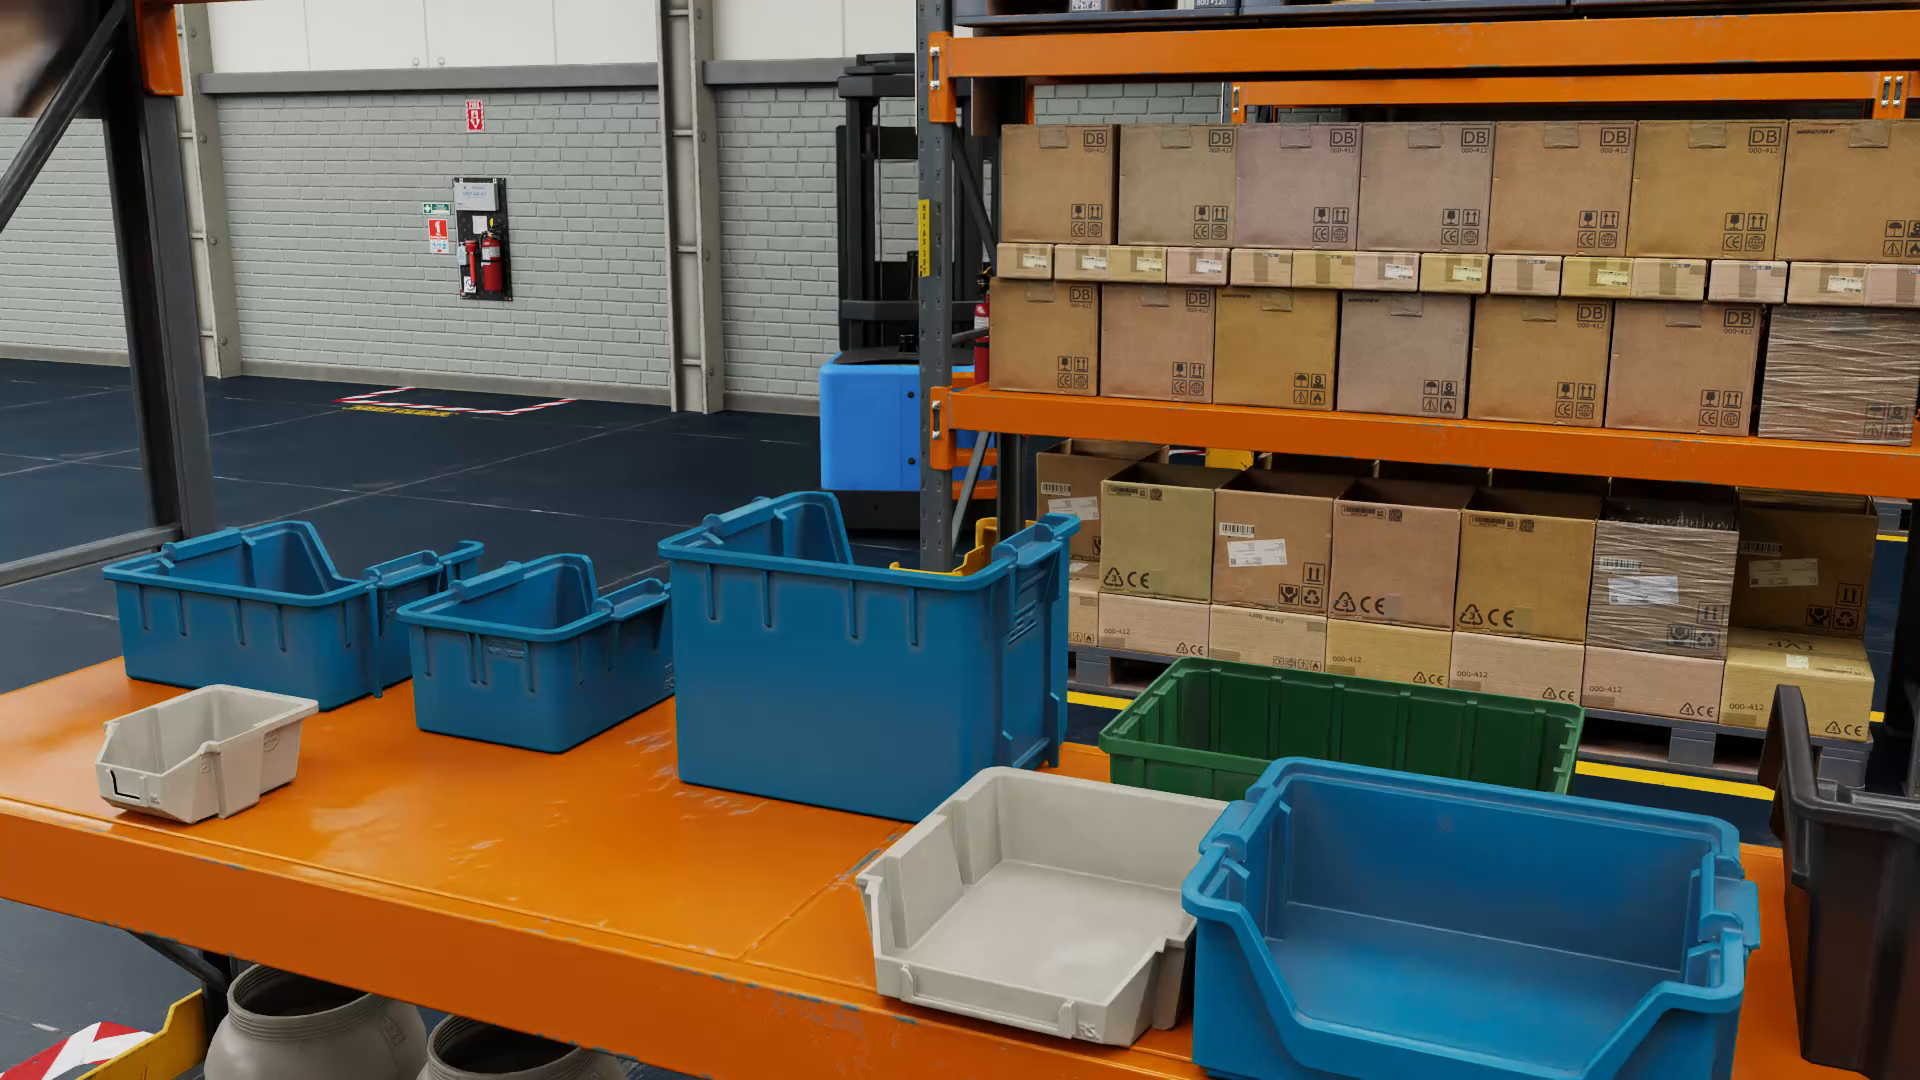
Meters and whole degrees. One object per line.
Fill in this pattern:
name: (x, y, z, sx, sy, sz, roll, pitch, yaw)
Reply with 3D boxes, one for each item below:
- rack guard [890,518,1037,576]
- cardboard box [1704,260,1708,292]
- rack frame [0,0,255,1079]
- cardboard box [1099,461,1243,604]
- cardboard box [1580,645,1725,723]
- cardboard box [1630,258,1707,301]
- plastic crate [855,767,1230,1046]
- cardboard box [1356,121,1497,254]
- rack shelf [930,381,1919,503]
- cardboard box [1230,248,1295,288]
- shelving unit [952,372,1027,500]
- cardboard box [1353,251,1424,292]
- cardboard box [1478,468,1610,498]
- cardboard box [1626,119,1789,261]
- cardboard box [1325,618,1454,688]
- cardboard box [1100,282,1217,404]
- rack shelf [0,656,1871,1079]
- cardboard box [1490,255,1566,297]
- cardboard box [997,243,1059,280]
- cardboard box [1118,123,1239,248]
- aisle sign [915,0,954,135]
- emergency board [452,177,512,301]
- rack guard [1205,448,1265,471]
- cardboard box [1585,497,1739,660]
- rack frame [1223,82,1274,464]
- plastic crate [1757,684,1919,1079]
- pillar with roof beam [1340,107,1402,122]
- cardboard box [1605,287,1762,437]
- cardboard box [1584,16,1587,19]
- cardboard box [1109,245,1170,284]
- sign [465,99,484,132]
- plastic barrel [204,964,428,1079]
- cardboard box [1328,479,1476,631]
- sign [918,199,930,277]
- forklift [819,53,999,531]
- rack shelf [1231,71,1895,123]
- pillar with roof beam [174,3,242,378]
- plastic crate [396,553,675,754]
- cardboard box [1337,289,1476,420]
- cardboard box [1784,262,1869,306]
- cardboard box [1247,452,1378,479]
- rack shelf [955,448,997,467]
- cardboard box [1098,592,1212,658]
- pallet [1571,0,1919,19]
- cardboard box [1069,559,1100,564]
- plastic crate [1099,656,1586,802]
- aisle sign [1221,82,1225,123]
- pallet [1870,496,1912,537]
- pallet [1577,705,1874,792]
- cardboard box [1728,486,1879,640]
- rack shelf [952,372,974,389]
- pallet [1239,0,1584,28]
rack guard: (0.054, 0.261, 8.049, 0.348, 0.500, 1.175, 6, 14, 23)
cardboard box: (2.859, -1.084, 6.671, 0.250, 0.149, 0.380, 6, 14, 23)
rack frame: (-1.936, 0.081, 3.344, 0.053, 2.616, 0.949, 6, 14, 23)
cardboard box: (0.934, -0.043, 7.330, 0.500, 0.500, 0.500, 6, 14, 23)
cardboard box: (2.767, 0.505, 6.637, 0.500, 0.250, 0.500, 6, 14, 23)
cardboard box: (2.691, -1.000, 6.311, 0.250, 0.149, 0.380, 6, 14, 23)
plastic crate: (0.136, 0.481, 2.214, 0.437, 0.136, 0.530, 6, 14, 23)
cardboard box: (1.948, -1.443, 6.780, 0.500, 0.500, 0.700, 6, 14, 23)
rack shelf: (1.904, -0.419, 7.048, 4.000, 0.370, 1.077, 6, 14, 23)
cardboard box: (1.292, -1.142, 6.917, 0.250, 0.149, 0.380, 5, 14, 21)
shelving unit: (0.128, -0.529, 9.882, 0.503, 1.200, 0.258, -2, 13, -8)
cardboard box: (1.752, -1.095, 6.715, 0.250, 0.149, 0.380, 6, 14, 24)
cardboard box: (2.521, -0.016, 7.213, 0.500, 0.500, 0.500, 6, 14, 23)
cardboard box: (2.862, -1.350, 6.385, 0.500, 0.500, 0.700, 6, 14, 23)
cardboard box: (1.847, 0.415, 7.018, 0.500, 0.250, 0.500, 6, 14, 23)
cardboard box: (0.979, -0.909, 7.344, 0.500, 0.500, 0.700, 6, 15, 25)
rack shelf: (-0.106, 0.616, 2.640, 4.000, 0.370, 1.077, 6, 14, 23)
cardboard box: (2.237, -1.047, 6.510, 0.250, 0.149, 0.380, 6, 15, 25)
cardboard box: (0.347, -1.237, 7.322, 0.250, 0.149, 0.380, 6, 14, 23)
cardboard box: (1.029, -1.536, 7.176, 0.500, 0.500, 0.700, 5, 14, 22)
aisle sign: (-0.109, -2.162, 7.210, 0.004, 0.787, 0.394, 6, 14, 23)
emergency board: (-4.661, -2.897, 16.033, 0.643, 1.169, 0.194, 6, 14, 23)
rack guard: (2.148, -0.765, 12.421, 0.348, 0.500, 1.175, 6, 14, 23)
cardboard box: (2.768, 0.139, 6.553, 0.500, 0.500, 0.500, 6, 14, 23)
rack frame: (2.079, -1.989, 12.165, 0.127, 3.000, 1.000, 6, 14, 23)
plastic crate: (1.296, 0.406, 2.096, 0.504, 0.338, 0.767, 6, 14, 23)
pillar with roof beam: (1.325, -4.126, 8.142, 0.400, 9.000, 9.100, 6, 14, 23)
cardboard box: (2.840, -0.720, 6.537, 0.500, 0.500, 0.700, 6, 14, 23)
cardboard box: (4.195, -3.225, 10.606, 0.500, 0.500, 0.500, 5, 14, 21)
cardboard box: (0.817, -1.190, 7.121, 0.250, 0.149, 0.380, 6, 14, 23)
sign: (-4.628, -4.047, 15.860, 0.199, 0.298, 0.001, 6, 14, 23)
plastic barrel: (-1.302, 1.132, 3.391, 0.421, 0.512, 0.421, 0, 13, 0)
cardboard box: (1.846, 0.051, 6.931, 0.500, 0.500, 0.500, 6, 14, 23)
sign: (-0.155, -1.299, 7.155, 0.005, 0.325, 0.100, 6, 14, 23)
forklift: (-0.253, -1.765, 11.360, 1.130, 2.935, 3.031, 1, 13, 4)
rack shelf: (3.907, -2.914, 11.116, 4.000, 0.370, 1.077, 6, 14, 23)
pillar with roof beam: (-9.646, -5.237, 12.874, 0.400, 9.000, 9.100, 6, 14, 23)
plastic crate: (-0.764, 0.198, 3.171, 0.408, 0.251, 0.499, 6, 14, 23)
cardboard box: (1.914, -0.814, 6.939, 0.500, 0.500, 0.700, 6, 15, 25)
cardboard box: (3.172, -0.952, 6.107, 0.250, 0.149, 0.380, 5, 14, 22)
cardboard box: (1.607, -0.108, 7.607, 0.500, 0.500, 0.500, 6, 14, 23)
rack shelf: (0.128, -0.463, 9.898, 0.480, 0.148, 0.258, -2, 13, -8)
cardboard box: (0.934, 0.322, 7.417, 0.500, 0.250, 0.500, 6, 14, 23)
pallet: (2.942, -2.075, 6.158, 1.213, 0.211, 1.003, 6, 14, 23)
cardboard box: (0.686, 0.168, 8.072, 0.500, 0.250, 0.500, 6, 14, 23)
plastic crate: (0.596, 0.369, 2.580, 0.662, 0.188, 0.450, 6, 14, 23)
aisle sign: (1.891, -3.199, 11.629, 0.004, 0.787, 0.394, 6, 14, 23)
pallet: (6.448, -0.190, 10.601, 1.213, 0.211, 1.003, 6, 14, 23)
pallet: (3.023, 0.691, 6.846, 1.213, 0.211, 1.003, 6, 14, 23)
cardboard box: (3.436, 0.077, 6.819, 0.500, 0.500, 0.500, 6, 14, 23)
rack shelf: (0.128, -0.911, 9.793, 0.480, 0.148, 0.258, -2, 13, -8)
pallet: (1.831, -2.188, 6.640, 1.213, 0.211, 1.003, 6, 14, 23)
